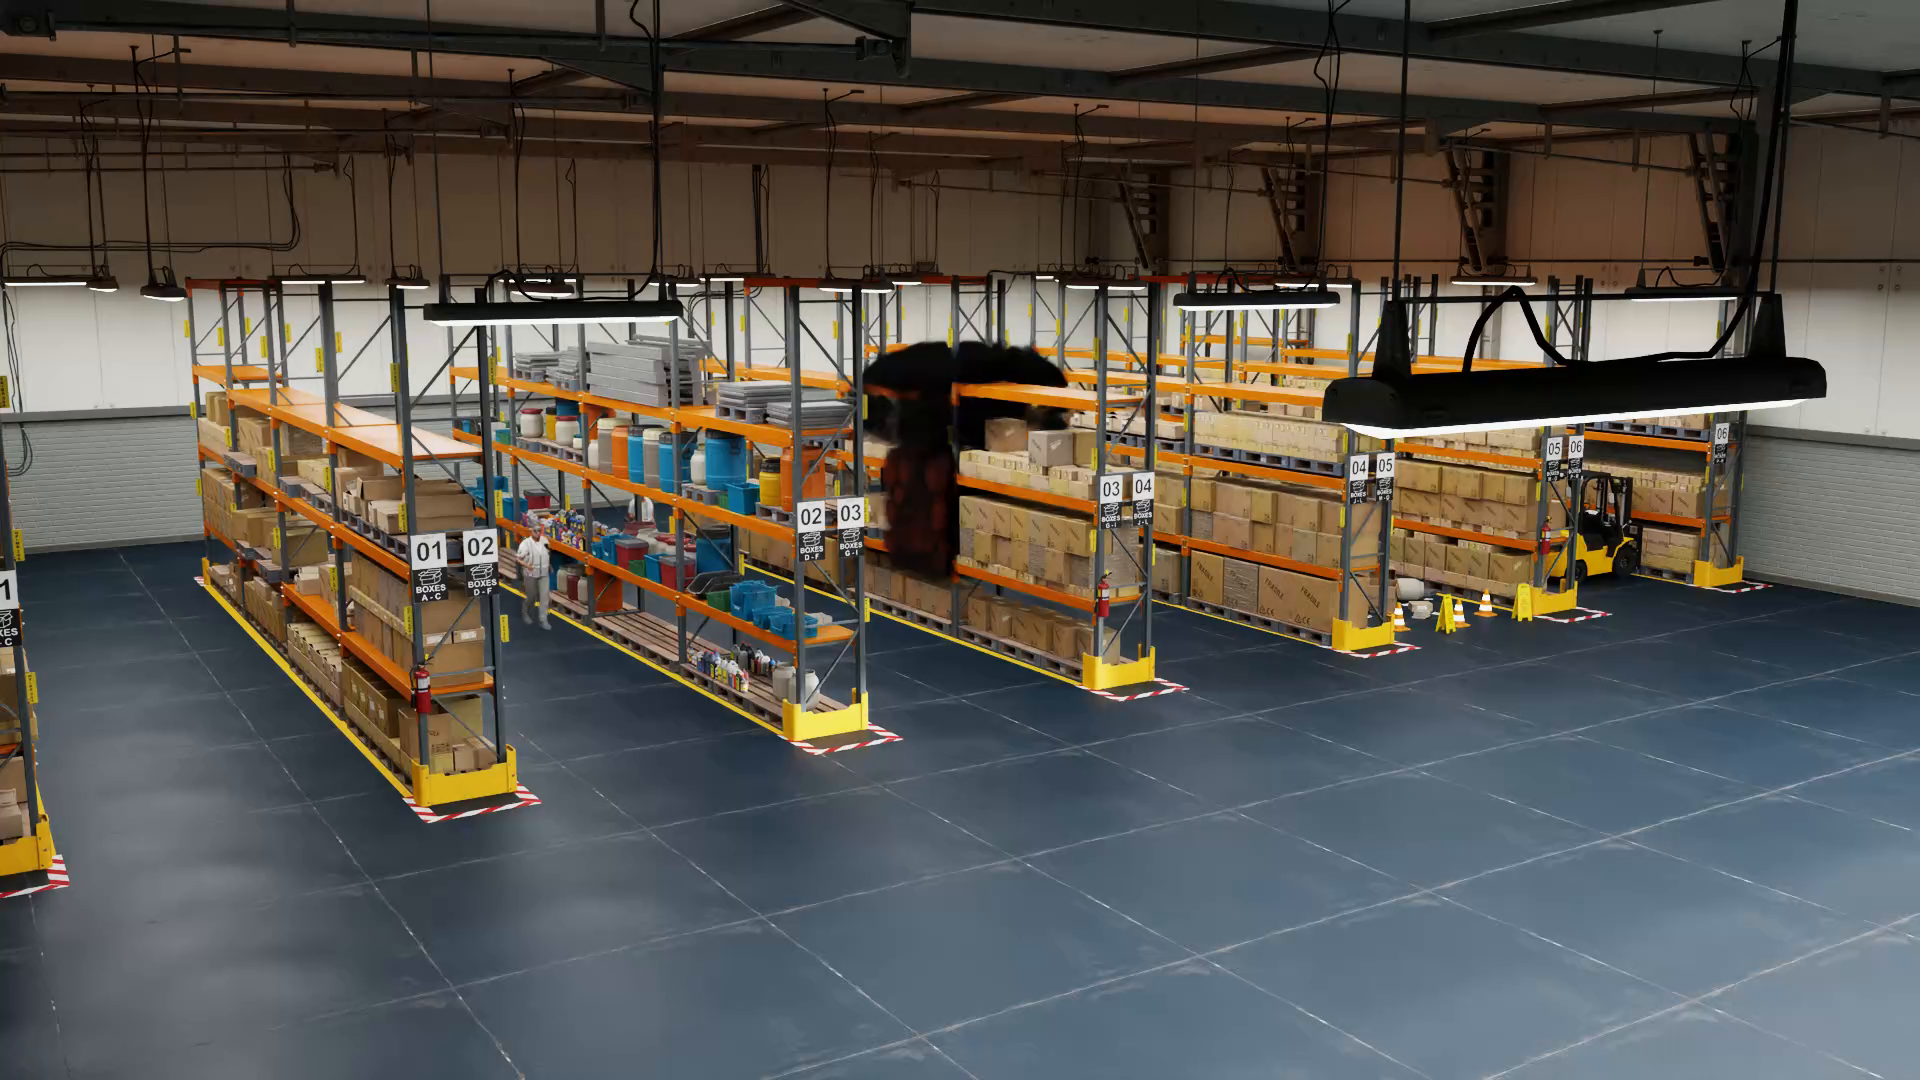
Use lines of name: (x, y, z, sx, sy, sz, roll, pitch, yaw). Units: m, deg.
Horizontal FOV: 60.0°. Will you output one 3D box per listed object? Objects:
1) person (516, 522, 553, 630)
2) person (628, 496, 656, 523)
person: (-7.058, 0.570, 27.668, 0.651, 1.792, 0.822, -7, 12, -37)
person: (-6.496, -0.261, 34.250, 0.654, 1.771, 0.671, -8, 12, -38)
